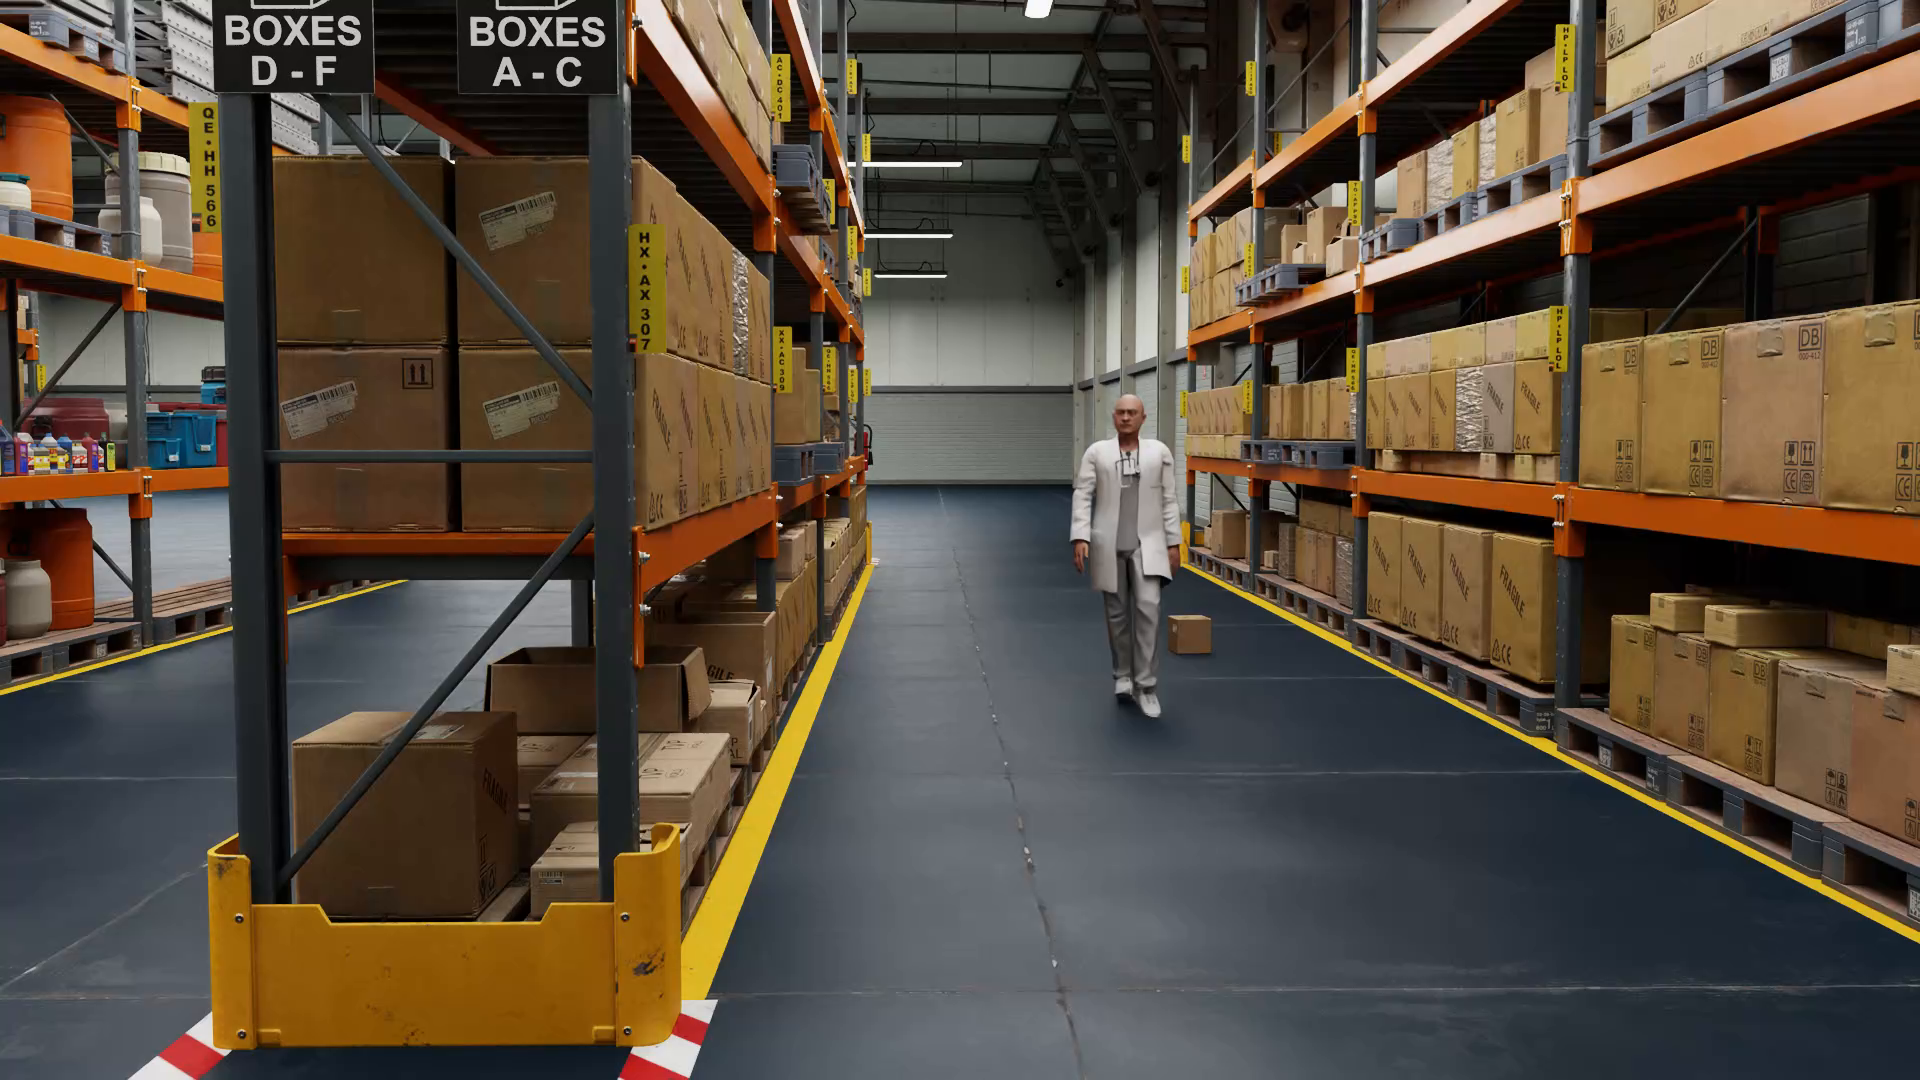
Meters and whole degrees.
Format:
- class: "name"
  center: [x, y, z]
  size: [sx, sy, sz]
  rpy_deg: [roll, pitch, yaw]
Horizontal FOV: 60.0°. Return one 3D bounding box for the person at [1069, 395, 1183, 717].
- class: "person"
  center: [0.959, 0.081, 9.579]
  size: [0.643, 1.834, 0.765]
  rpy_deg: [1, 4, 9]
